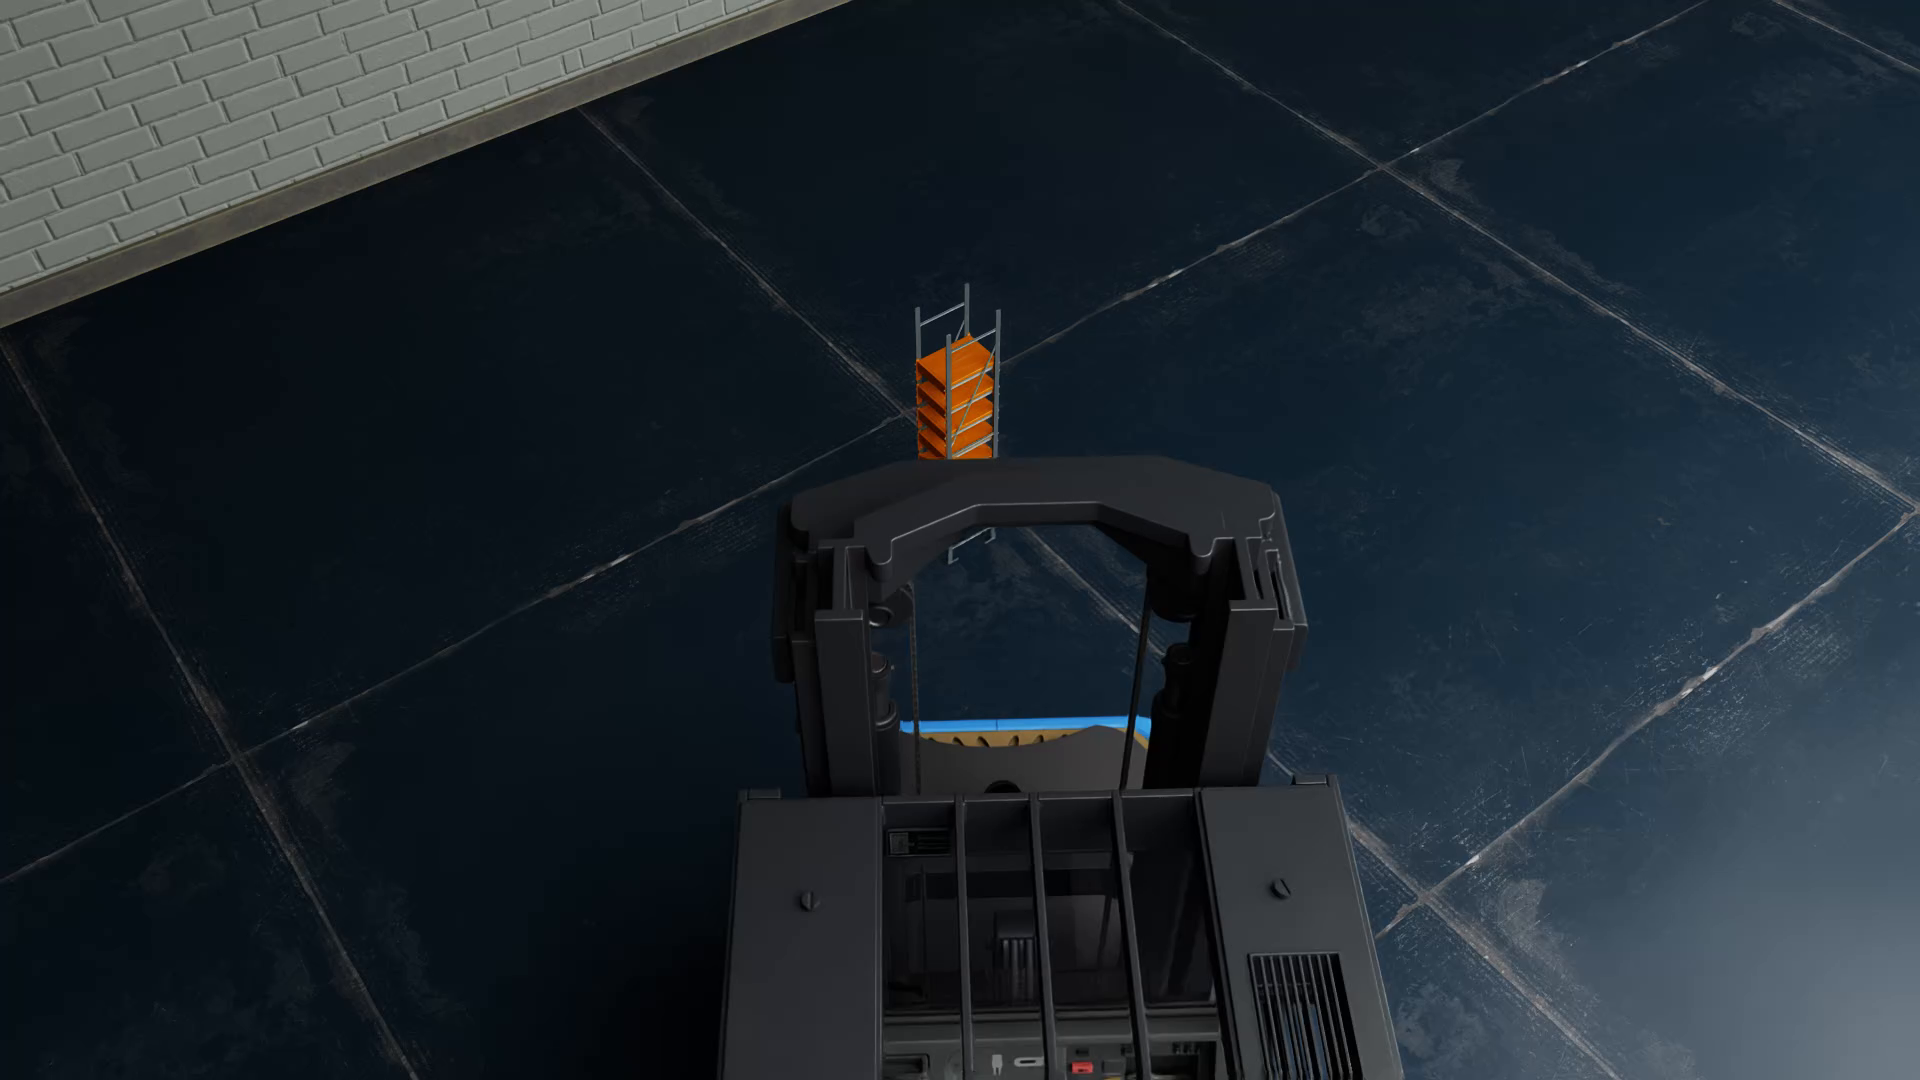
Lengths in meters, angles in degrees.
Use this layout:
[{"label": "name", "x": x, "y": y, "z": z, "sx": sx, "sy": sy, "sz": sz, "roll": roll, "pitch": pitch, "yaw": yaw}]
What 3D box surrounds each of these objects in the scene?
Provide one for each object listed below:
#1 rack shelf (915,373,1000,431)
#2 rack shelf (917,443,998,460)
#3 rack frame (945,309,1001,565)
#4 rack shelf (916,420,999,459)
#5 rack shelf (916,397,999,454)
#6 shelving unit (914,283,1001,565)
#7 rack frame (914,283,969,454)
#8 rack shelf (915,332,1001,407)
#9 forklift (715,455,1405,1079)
[{"label": "rack shelf", "x": -0.009, "y": -0.543, "z": 6.167, "sx": 0.258, "sy": 0.103, "sz": 0.180, "roll": -29, "pitch": 54, "yaw": -24}, {"label": "rack shelf", "x": -0.009, "y": -0.301, "z": 6.434, "sx": 0.258, "sy": 0.103, "sz": 0.180, "roll": -29, "pitch": 54, "yaw": -24}, {"label": "rack frame", "x": 0.047, "y": -0.358, "z": 6.263, "sx": 0.240, "sy": 1.200, "sz": 0.006, "roll": -29, "pitch": 54, "yaw": -24}, {"label": "rack shelf", "x": -0.009, "y": -0.382, "z": 6.345, "sx": 0.258, "sy": 0.103, "sz": 0.180, "roll": -29, "pitch": 54, "yaw": -24}, {"label": "rack shelf", "x": -0.009, "y": -0.462, "z": 6.256, "sx": 0.258, "sy": 0.103, "sz": 0.180, "roll": -29, "pitch": 54, "yaw": -24}, {"label": "shelving unit", "x": -0.009, "y": -0.412, "z": 6.312, "sx": 0.258, "sy": 1.200, "sz": 0.189, "roll": -29, "pitch": 54, "yaw": -24}, {"label": "rack frame", "x": -0.064, "y": -0.465, "z": 6.361, "sx": 0.240, "sy": 1.200, "sz": 0.006, "roll": -29, "pitch": 54, "yaw": -24}, {"label": "rack shelf", "x": -0.009, "y": -0.623, "z": 6.078, "sx": 0.258, "sy": 0.103, "sz": 0.180, "roll": -29, "pitch": 54, "yaw": -24}, {"label": "forklift", "x": 0.150, "y": 1.351, "z": 3.546, "sx": 1.130, "sy": 2.935, "sz": 3.031, "roll": -1, "pitch": 48, "yaw": -1}]
